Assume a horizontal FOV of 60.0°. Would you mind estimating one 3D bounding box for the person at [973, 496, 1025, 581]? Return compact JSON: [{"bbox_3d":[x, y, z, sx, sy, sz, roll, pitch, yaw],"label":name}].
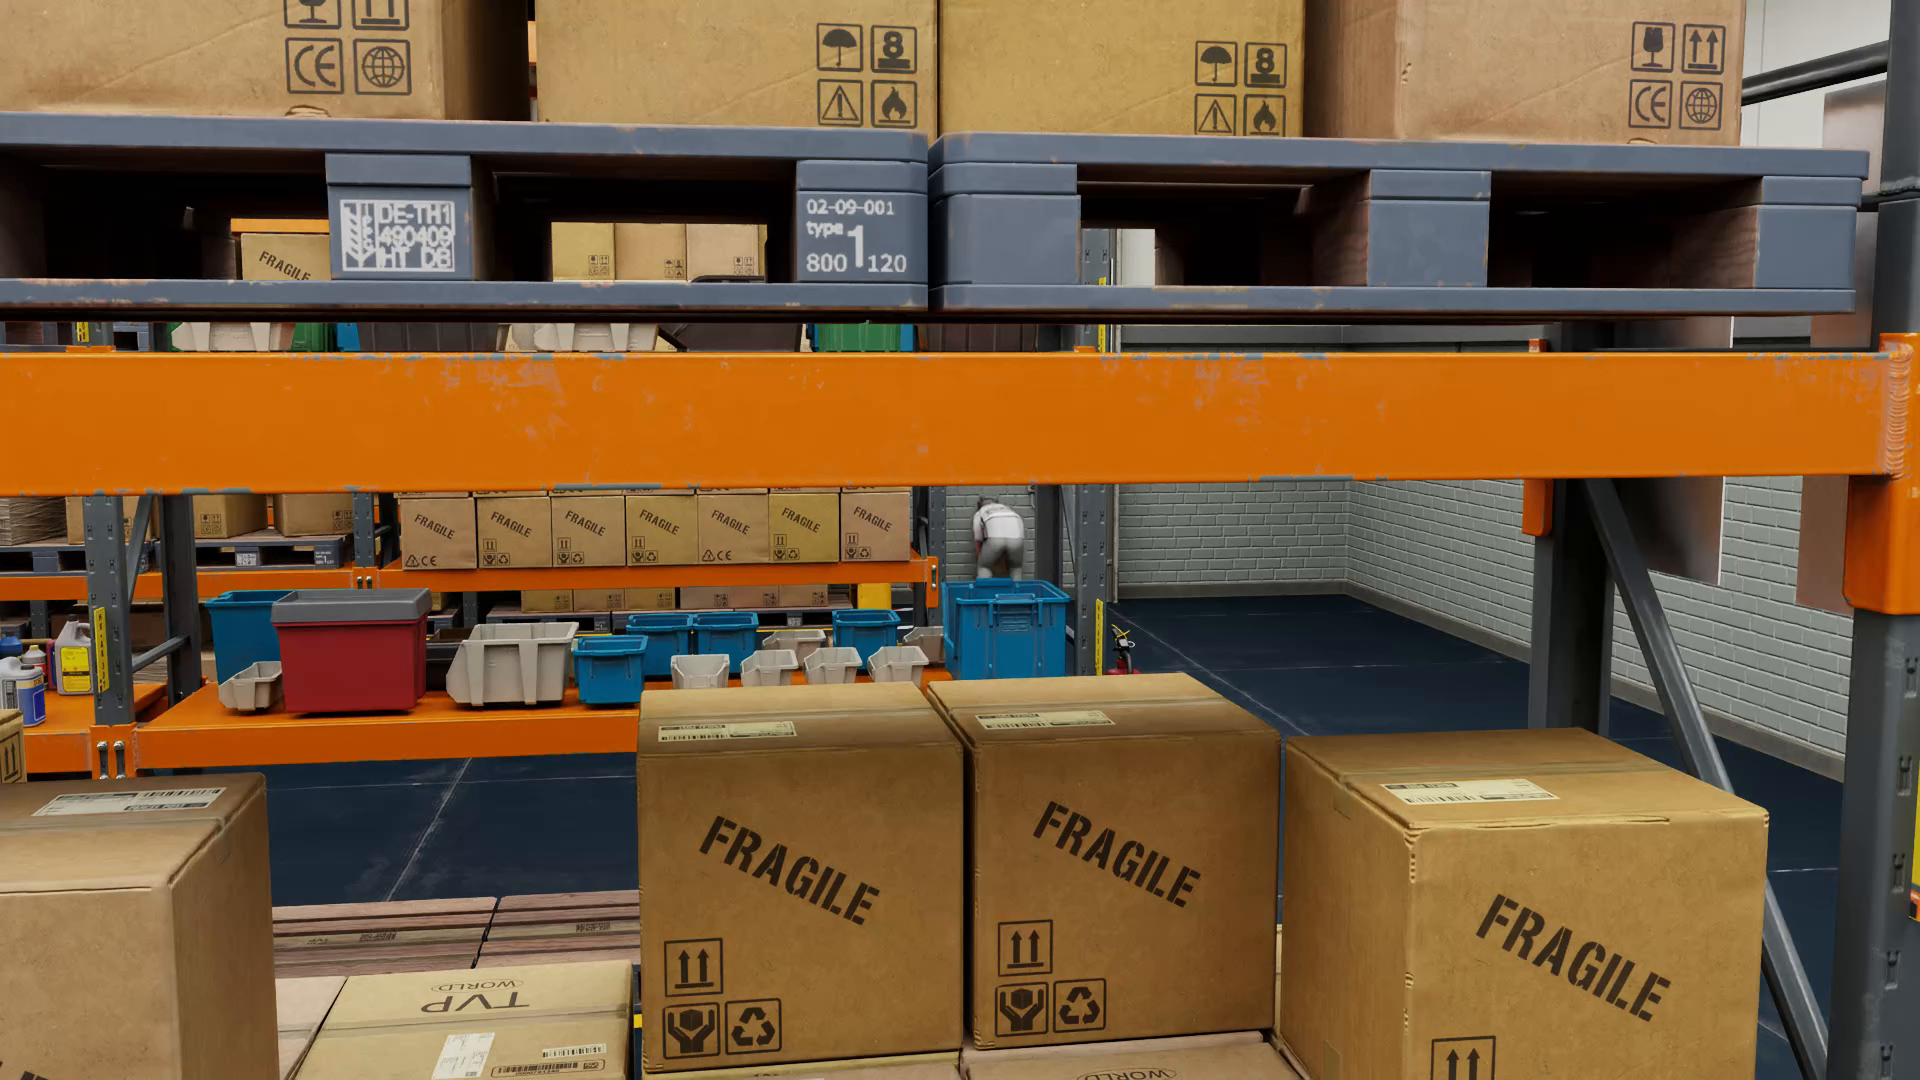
[{"bbox_3d":[0.414,0.147,18.291,0.518,1.214,1.022,-1,7,-11],"label":"person"}]
